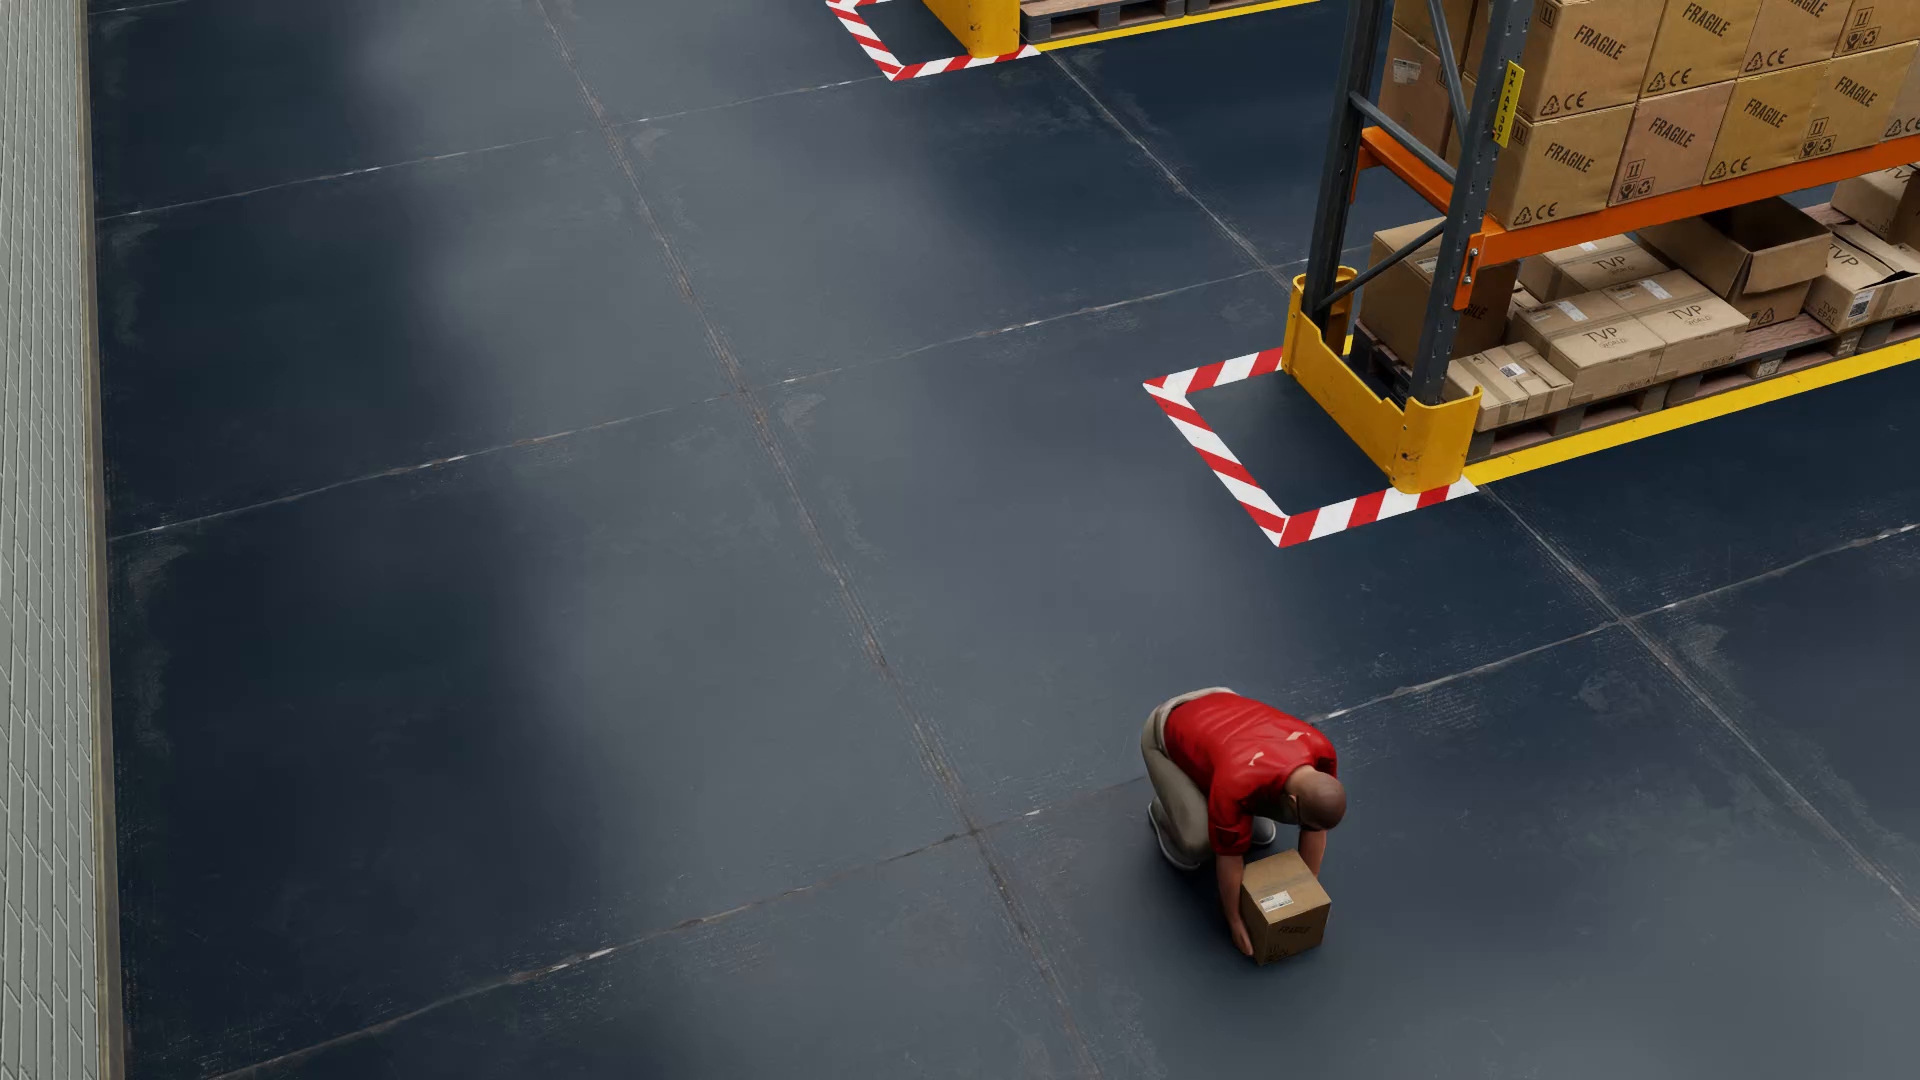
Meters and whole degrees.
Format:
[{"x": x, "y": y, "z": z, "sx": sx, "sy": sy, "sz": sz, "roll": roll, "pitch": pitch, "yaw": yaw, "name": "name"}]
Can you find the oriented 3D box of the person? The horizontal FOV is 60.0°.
[{"x": 1.000, "y": 0.902, "z": 5.900, "sx": 0.546, "sy": 0.854, "sz": 0.882, "roll": -15, "pitch": 44, "yaw": -17, "name": "person"}]
